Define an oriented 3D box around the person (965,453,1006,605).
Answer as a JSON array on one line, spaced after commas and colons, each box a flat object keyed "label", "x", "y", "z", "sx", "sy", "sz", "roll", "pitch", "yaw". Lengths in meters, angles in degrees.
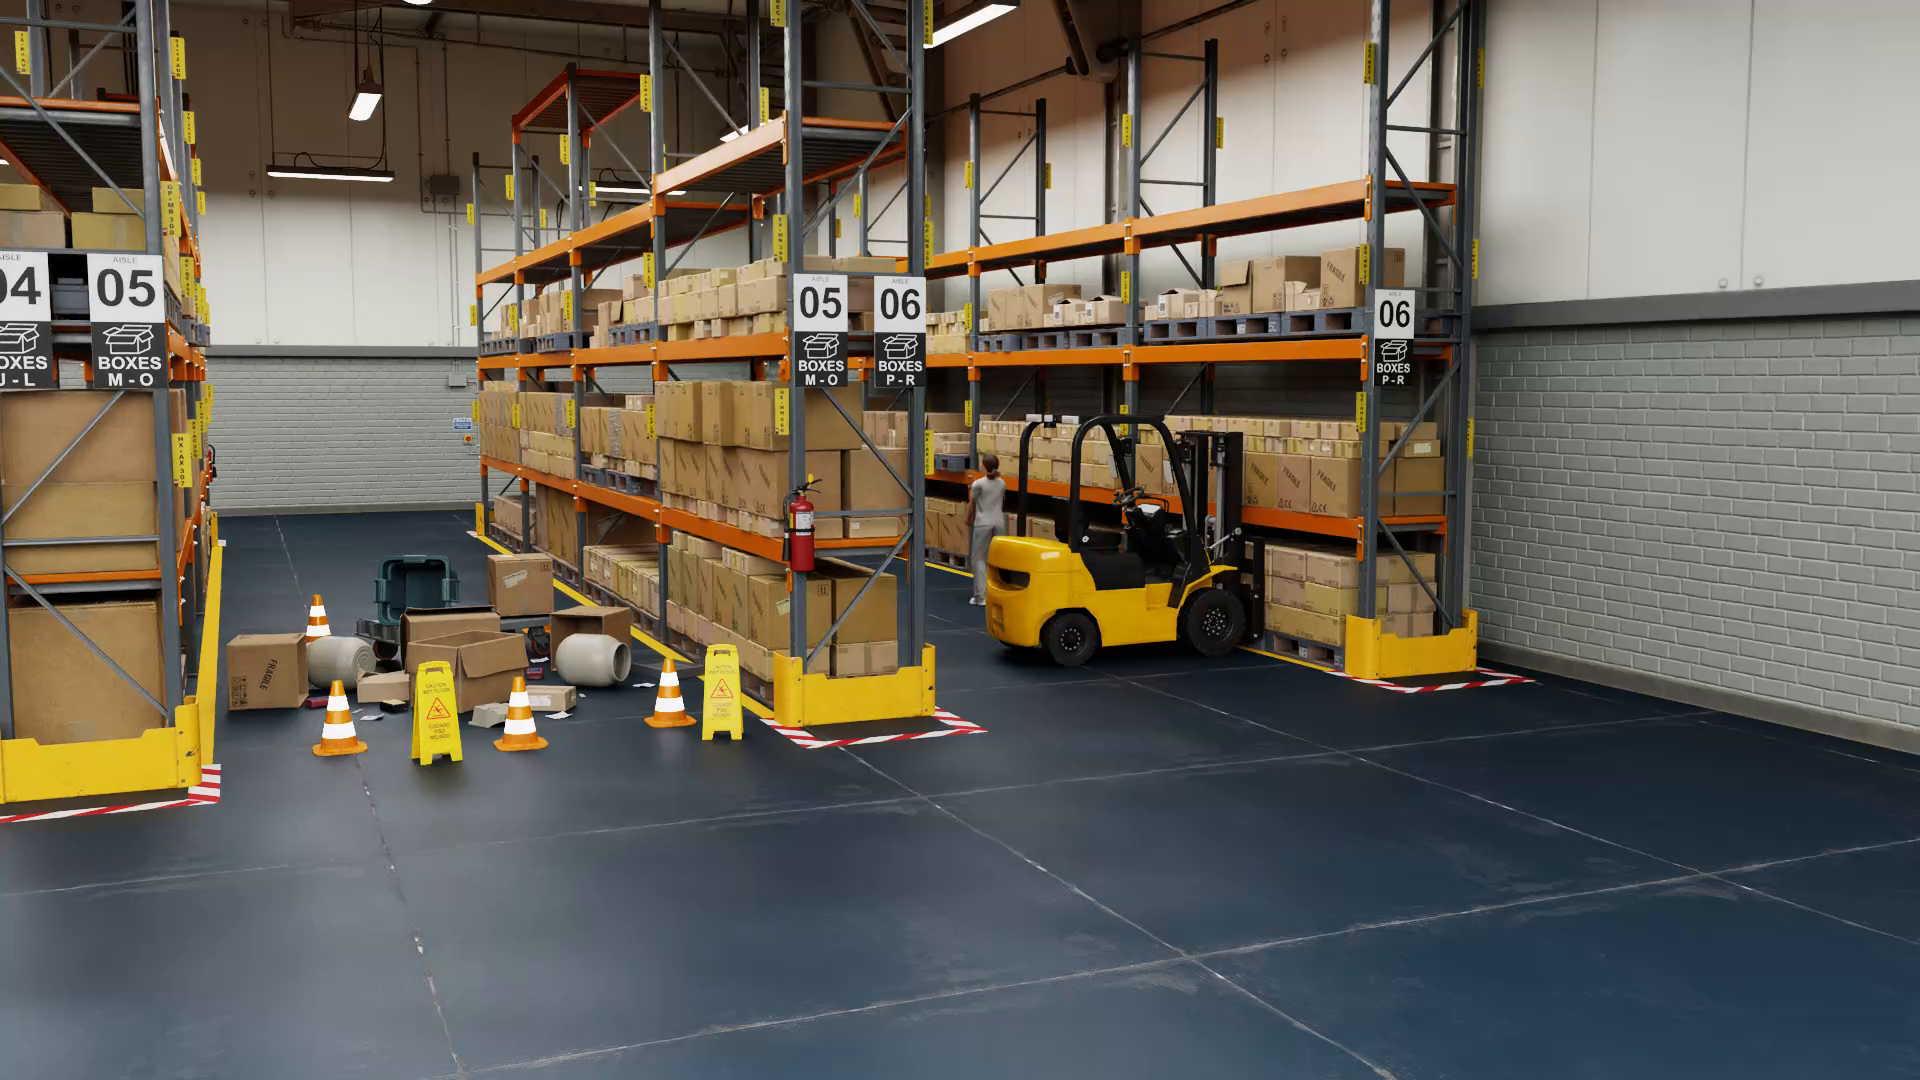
[{"label": "person", "x": 0.281, "y": -0.124, "z": 18.329, "sx": 0.424, "sy": 1.666, "sz": 0.528, "roll": -2, "pitch": 6, "yaw": -24}]
